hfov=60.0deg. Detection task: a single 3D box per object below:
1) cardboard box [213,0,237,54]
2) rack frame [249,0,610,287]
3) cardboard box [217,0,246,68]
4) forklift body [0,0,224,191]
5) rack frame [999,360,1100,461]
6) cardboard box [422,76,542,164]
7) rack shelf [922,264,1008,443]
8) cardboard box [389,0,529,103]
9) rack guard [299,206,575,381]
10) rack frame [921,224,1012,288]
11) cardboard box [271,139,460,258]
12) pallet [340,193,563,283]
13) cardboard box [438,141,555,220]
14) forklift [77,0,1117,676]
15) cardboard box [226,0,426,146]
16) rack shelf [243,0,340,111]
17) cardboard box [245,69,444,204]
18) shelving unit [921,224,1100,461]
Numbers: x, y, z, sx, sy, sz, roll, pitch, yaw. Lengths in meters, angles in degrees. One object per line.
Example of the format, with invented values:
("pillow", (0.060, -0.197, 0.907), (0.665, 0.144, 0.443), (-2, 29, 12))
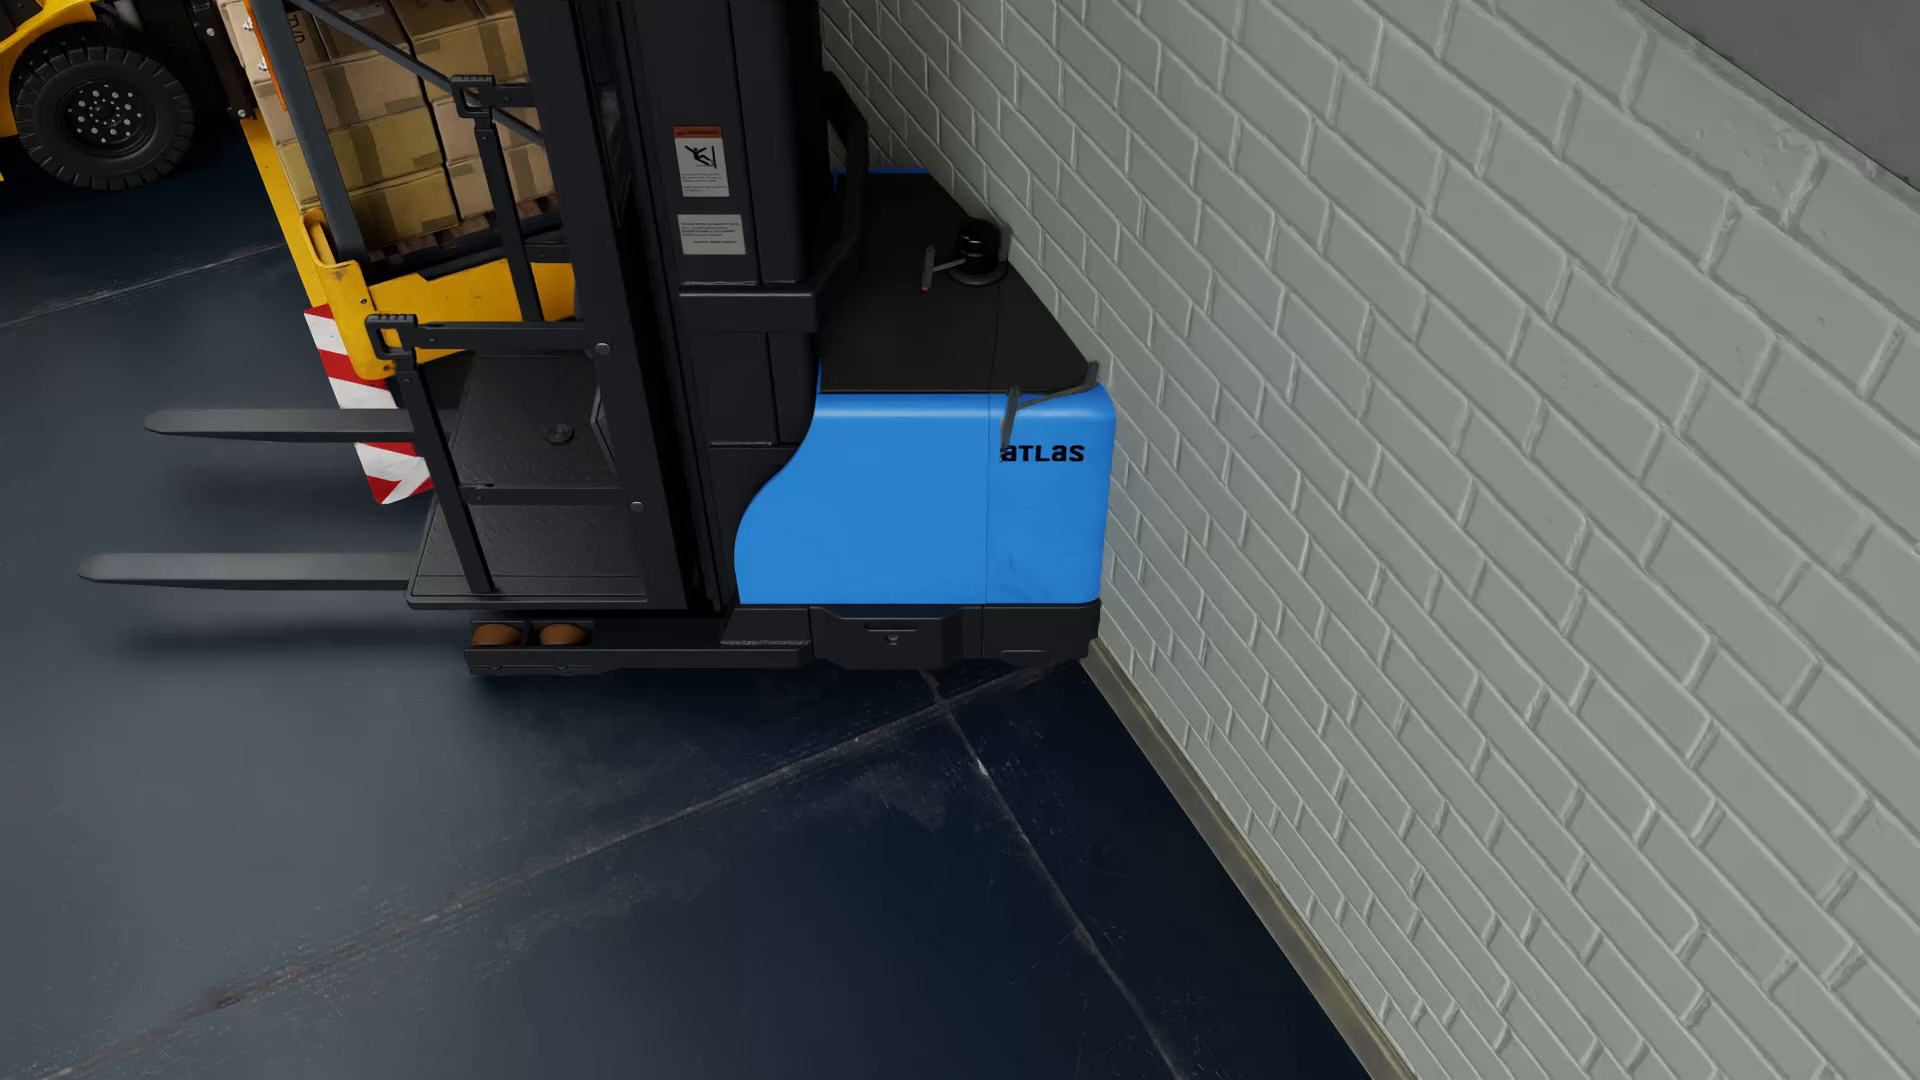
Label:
("cardboard box", (-2.604, -2.145, 6.349), (0.500, 0.250, 0.500), (-22, 52, -18))
("rack frame", (-1.628, -1.852, 4.877), (1.000, 3.000, 0.127), (-21, 52, -18))
("cardboard box", (-2.355, -1.954, 5.850), (0.500, 0.250, 0.500), (-20, 52, -17))
("forklift body", (-4.118, -2.213, 5.757), (2.313, 2.155, 1.214), (-21, 52, -18))
("rack frame", (0.173, -0.068, 4.545), (0.240, 1.200, 0.015), (-19, 61, -18))
("cardboard box", (-1.658, -1.635, 5.903), (0.500, 0.250, 0.500), (-20, 52, -17))
("rack shelf", (0.108, -0.475, 4.334), (0.258, 0.148, 0.480), (-19, 61, -18))
("cardboard box", (-1.680, -1.801, 5.716), (0.500, 0.250, 0.500), (-22, 52, -18))
("rack guard", (-1.617, -1.013, 5.803), (1.175, 0.500, 0.348), (-21, 52, -18))
("rack frame", (-0.036, -0.446, 4.773), (0.240, 1.200, 0.015), (-19, 61, -18))
("cardboard box", (-2.124, -1.290, 5.933), (0.500, 0.250, 0.500), (-21, 52, -17))
("pallet", (-2.015, -1.431, 6.361), (1.003, 0.211, 1.213), (-21, 52, -18))
("cardboard box", (-1.679, -1.481, 6.100), (0.500, 0.250, 0.500), (-21, 52, -17))
("forklift", (-1.071, -0.965, 4.147), (3.031, 2.935, 1.130), (0, 49, 0))
("cardboard box", (-2.116, -1.614, 5.553), (0.500, 0.250, 0.500), (-20, 52, -16))
("rack shelf", (-2.543, -2.953, 6.318), (1.077, 0.370, 4.000), (-21, 52, -18))
("cardboard box", (-2.129, -1.467, 5.756), (0.500, 0.250, 0.500), (-22, 52, -18))
("shelving unit", (0.069, -0.257, 4.659), (0.258, 1.200, 0.503), (-19, 61, -18))
